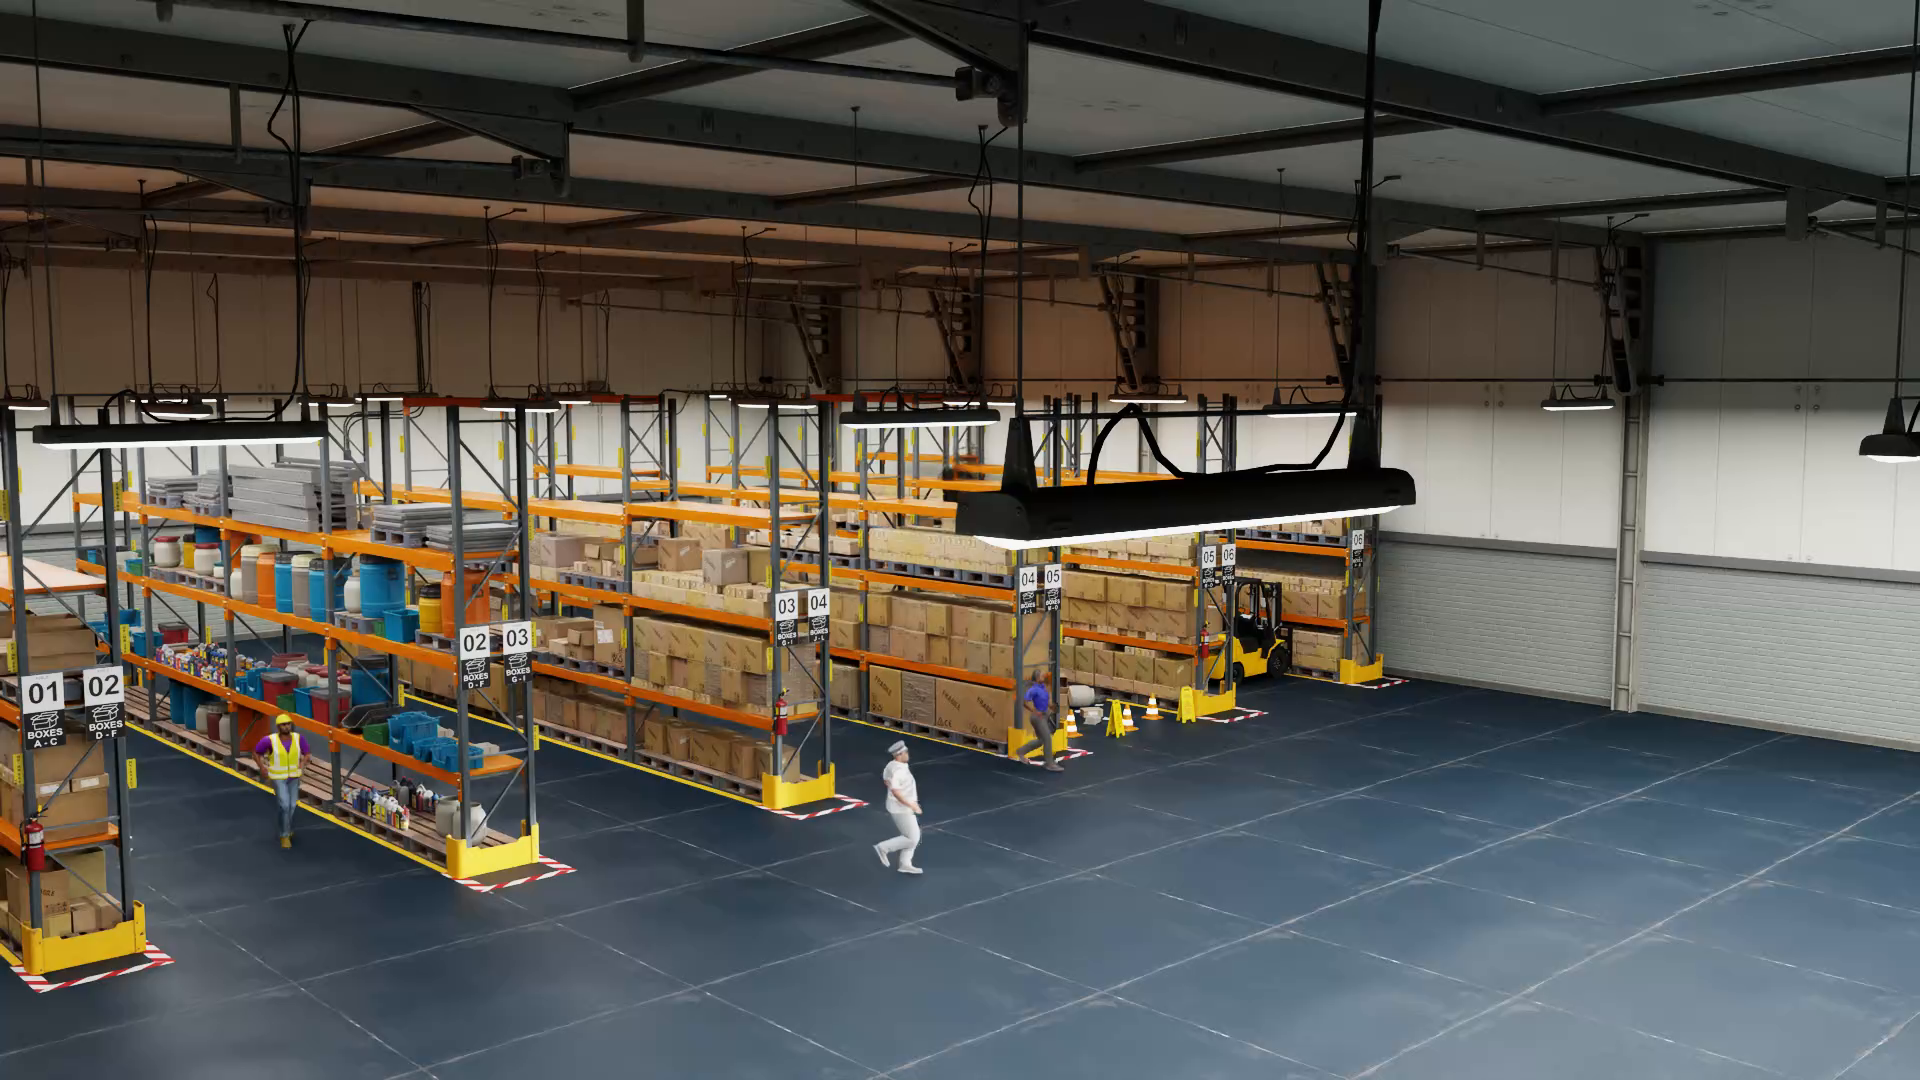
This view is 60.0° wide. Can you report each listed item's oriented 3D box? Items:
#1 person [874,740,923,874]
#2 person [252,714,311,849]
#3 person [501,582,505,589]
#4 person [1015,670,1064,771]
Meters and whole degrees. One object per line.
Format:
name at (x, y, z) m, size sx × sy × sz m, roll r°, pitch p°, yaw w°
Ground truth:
person at (-0.799, 3.424, 21.267) m, size 0.657 × 1.749 × 0.671 m, roll -1°, pitch 6°, yaw -13°
person at (-9.198, 3.278, 22.676) m, size 0.695 × 1.836 × 0.670 m, roll -5°, pitch 7°, yaw -42°
person at (-10.906, 1.667, 39.970) m, size 0.610 × 1.602 × 0.698 m, roll 2°, pitch 6°, yaw 21°
person at (1.280, 2.903, 26.912) m, size 0.849 × 1.624 × 0.599 m, roll 2°, pitch 6°, yaw 19°
